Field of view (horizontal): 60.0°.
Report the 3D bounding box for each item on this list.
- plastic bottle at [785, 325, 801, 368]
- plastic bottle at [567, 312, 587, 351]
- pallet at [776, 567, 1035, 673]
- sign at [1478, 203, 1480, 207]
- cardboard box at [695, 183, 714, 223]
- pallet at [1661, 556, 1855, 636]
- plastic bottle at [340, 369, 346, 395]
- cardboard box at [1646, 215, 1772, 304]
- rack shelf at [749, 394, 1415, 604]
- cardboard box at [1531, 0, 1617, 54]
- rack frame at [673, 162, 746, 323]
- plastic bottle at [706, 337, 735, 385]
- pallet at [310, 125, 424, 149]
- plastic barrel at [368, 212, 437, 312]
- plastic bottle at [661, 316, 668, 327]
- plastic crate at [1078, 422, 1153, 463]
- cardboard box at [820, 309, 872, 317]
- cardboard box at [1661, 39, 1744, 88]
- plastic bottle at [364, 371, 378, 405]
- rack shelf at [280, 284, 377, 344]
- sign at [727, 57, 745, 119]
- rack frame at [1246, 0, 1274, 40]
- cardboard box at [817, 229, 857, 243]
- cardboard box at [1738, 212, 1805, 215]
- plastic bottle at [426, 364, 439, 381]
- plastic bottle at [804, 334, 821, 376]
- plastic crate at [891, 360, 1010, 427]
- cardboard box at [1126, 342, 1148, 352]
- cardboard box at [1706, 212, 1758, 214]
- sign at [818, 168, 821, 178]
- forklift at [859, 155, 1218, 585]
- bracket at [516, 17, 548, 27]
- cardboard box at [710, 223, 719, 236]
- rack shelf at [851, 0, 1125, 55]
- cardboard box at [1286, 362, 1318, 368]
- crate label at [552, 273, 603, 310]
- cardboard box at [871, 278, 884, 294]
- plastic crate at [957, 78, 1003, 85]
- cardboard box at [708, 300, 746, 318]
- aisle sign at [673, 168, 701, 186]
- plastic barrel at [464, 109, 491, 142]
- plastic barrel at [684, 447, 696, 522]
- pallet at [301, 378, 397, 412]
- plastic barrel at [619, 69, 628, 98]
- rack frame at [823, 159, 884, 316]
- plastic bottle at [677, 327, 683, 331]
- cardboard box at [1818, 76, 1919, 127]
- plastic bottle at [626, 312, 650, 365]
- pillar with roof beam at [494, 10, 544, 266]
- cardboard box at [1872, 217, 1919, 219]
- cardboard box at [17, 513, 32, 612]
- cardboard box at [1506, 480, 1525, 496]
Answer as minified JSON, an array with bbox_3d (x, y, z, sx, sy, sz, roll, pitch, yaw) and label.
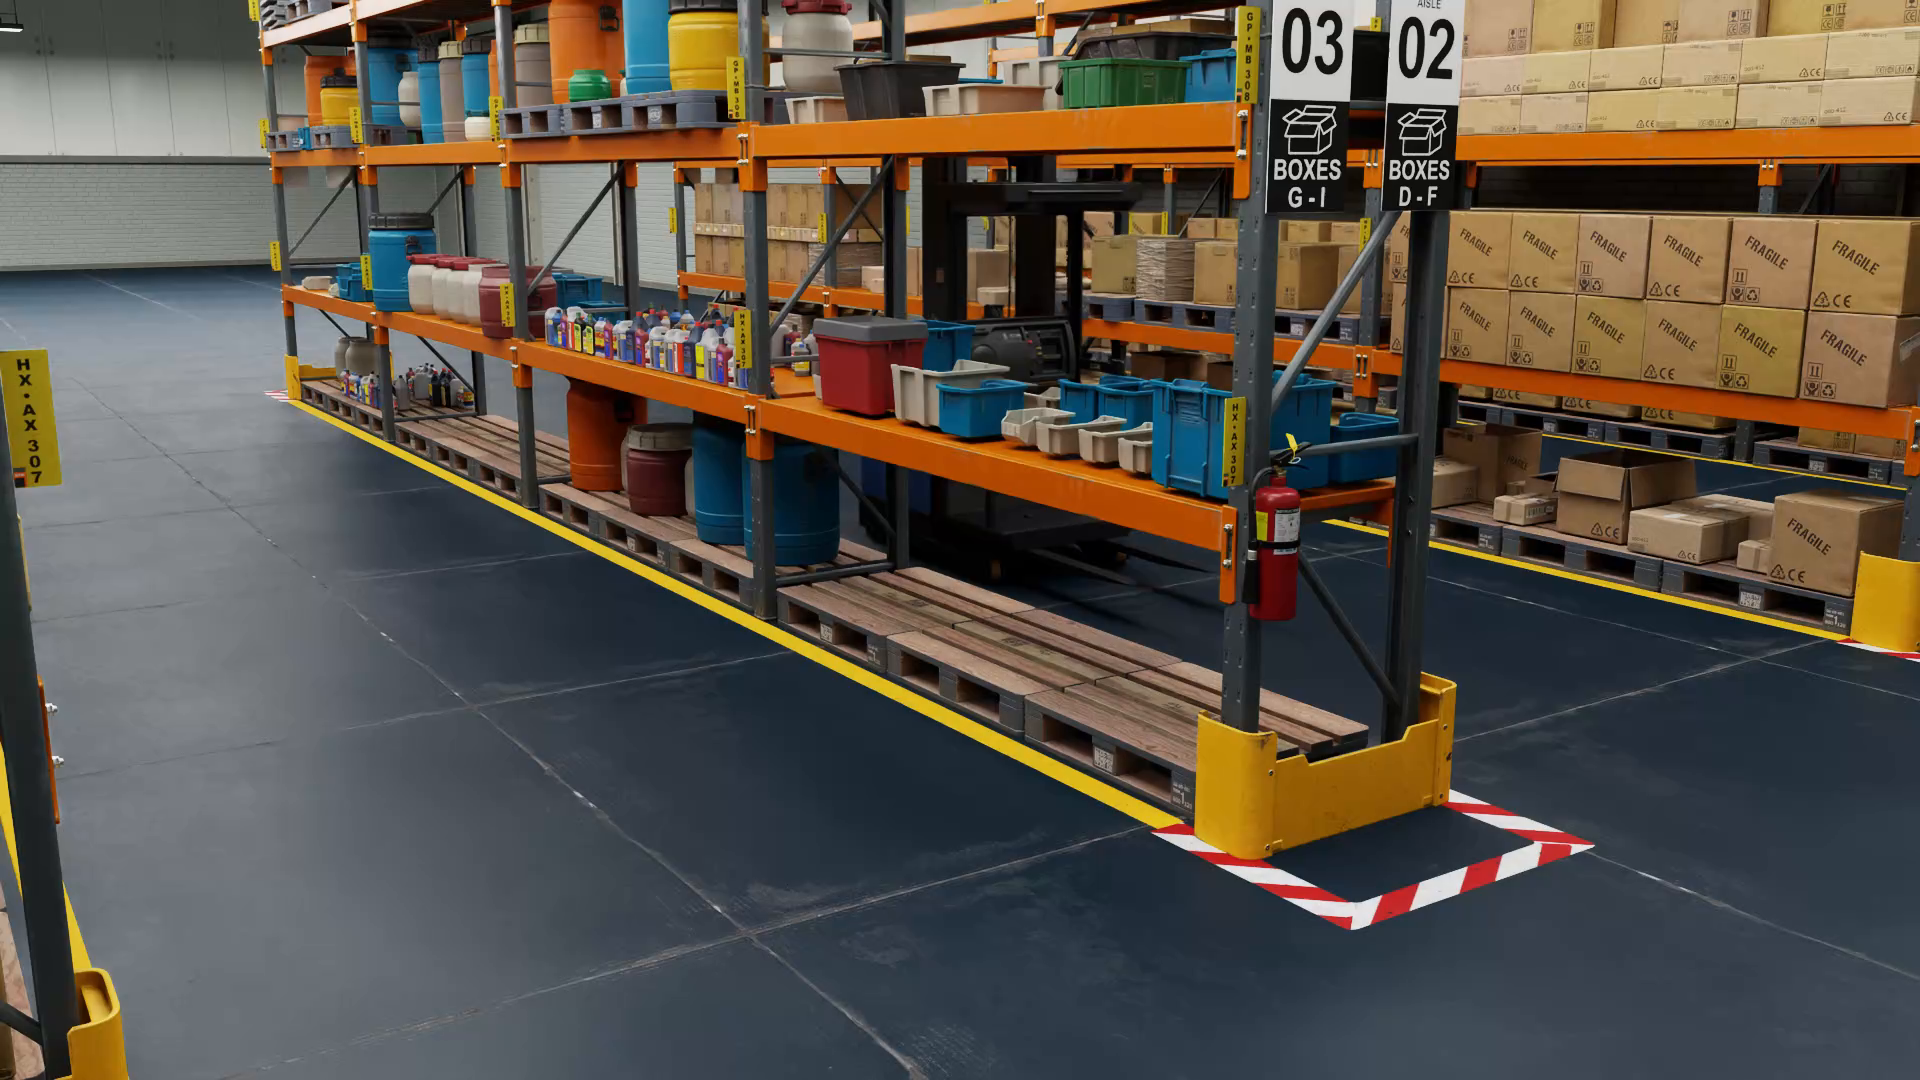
[{"bbox_3d":[-1.101,-1.275,10.946,0.061,0.283,0.133,-8,15,-33],"label":"plastic bottle"},{"bbox_3d":[-2.751,-1.512,12.045,0.152,0.276,0.135,-8,15,-33],"label":"plastic bottle"},{"bbox_3d":[-0.322,0.430,9.403,1.003,0.211,1.213,-8,15,-33],"label":"pallet"},{"bbox_3d":[5.730,-3.575,18.477,0.100,0.325,0.005,-8,15,-33],"label":"sign"},{"bbox_3d":[-3.007,-4.367,21.540,0.700,0.500,0.500,-8,15,-33],"label":"cardboard box"},{"bbox_3d":[5.096,0.274,10.114,1.003,0.211,1.213,-8,15,-33],"label":"pallet"},{"bbox_3d":[-6.665,-1.716,18.042,0.097,0.271,0.097,0,12,0],"label":"plastic bottle"},{"bbox_3d":[4.533,-1.698,10.032,0.500,0.500,0.500,-8,14,-31],"label":"cardboard box"},{"bbox_3d":[0.347,-0.352,8.132,1.077,0.370,4.000,-8,15,-33],"label":"rack shelf"},{"bbox_3d":[4.107,-3.371,10.660,0.700,0.500,0.500,-8,15,-33],"label":"cardboard box"},{"bbox_3d":[-3.284,-3.779,22.119,1.000,3.000,0.127,-8,15,-33],"label":"rack frame"},{"bbox_3d":[-1.451,-1.095,10.138,0.152,0.276,0.135,-8,15,-33],"label":"plastic bottle"},{"bbox_3d":[-5.675,-3.971,16.422,1.213,0.211,1.003,-8,15,-33],"label":"pallet"},{"bbox_3d":[-5.232,-2.622,15.656,0.600,0.901,0.708,-8,15,-33],"label":"plastic barrel"},{"bbox_3d":[-2.222,-1.588,12.567,0.097,0.201,0.097,0,12,0],"label":"plastic bottle"},{"bbox_3d":[0.704,-0.425,7.259,0.396,0.136,0.243,-8,15,-33],"label":"plastic crate"},{"bbox_3d":[-1.348,-2.503,19.984,0.500,0.500,0.500,-8,15,-33],"label":"cardboard box"},{"bbox_3d":[4.532,-2.809,9.844,0.500,0.250,0.500,-8,15,-33],"label":"cardboard box"},{"bbox_3d":[-6.076,-1.574,17.210,0.144,0.351,0.185,-8,15,-33],"label":"plastic bottle"},{"bbox_3d":[-6.302,-2.486,17.891,1.077,0.370,4.000,-8,15,-33],"label":"rack shelf"},{"bbox_3d":[-1.220,-2.464,9.064,0.100,0.325,0.005,-8,15,-33],"label":"sign"},{"bbox_3d":[1.455,-3.278,5.788,1.000,3.000,0.127,-8,15,-33],"label":"rack frame"},{"bbox_3d":[-1.397,-3.456,18.891,0.380,0.149,0.250,-8,15,-33],"label":"cardboard box"},{"bbox_3d":[7.448,-2.914,15.435,0.500,0.250,0.500,-8,14,-31],"label":"cardboard box"},{"bbox_3d":[-5.636,-1.704,17.804,0.144,0.351,0.185,-8,15,-33],"label":"plastic bottle"},{"bbox_3d":[-0.903,-1.191,10.575,0.152,0.276,0.135,-8,15,-33],"label":"plastic bottle"},{"bbox_3d":[-0.069,-0.737,8.347,0.437,0.282,0.530,-8,15,-33],"label":"plastic crate"},{"bbox_3d":[2.445,-2.828,22.593,0.500,0.500,0.500,-9,16,-37],"label":"cardboard box"},{"bbox_3d":[7.014,-2.854,15.161,0.500,0.250,0.500,-8,14,-31],"label":"cardboard box"},{"bbox_3d":[-2.638,-7.000,31.425,0.001,0.298,0.199,-8,15,-33],"label":"sign"},{"bbox_3d":[0.471,-1.269,10.803,1.130,2.935,3.031,-8,14,-31],"label":"forklift"},{"bbox_3d":[-9.990,-12.727,40.570,0.076,0.066,4.783,-8,15,-33],"label":"bracket"},{"bbox_3d":[-2.961,-3.958,21.187,0.380,0.149,0.250,-8,15,-33],"label":"cardboard box"},{"bbox_3d":[0.040,-5.095,16.718,1.077,0.370,4.000,-8,15,-33],"label":"rack shelf"},{"bbox_3d":[4.340,-2.249,19.945,0.700,0.500,0.500,-8,15,-33],"label":"cardboard box"},{"bbox_3d":[-3.303,-1.996,13.886,0.502,0.435,0.616,-8,15,-33],"label":"crate label"},{"bbox_3d":[-0.747,-2.763,18.062,0.380,0.149,0.250,-8,15,-33],"label":"cardboard box"},{"bbox_3d":[0.009,-2.318,8.812,0.416,0.233,0.300,-8,15,-33],"label":"plastic crate"},{"bbox_3d":[-2.894,-2.796,21.326,0.500,0.500,0.500,-8,15,-33],"label":"cardboard box"},{"bbox_3d":[-3.576,-5.024,21.729,0.394,0.787,0.004,-8,15,-33],"label":"aisle sign"},{"bbox_3d":[-3.877,-3.366,13.537,0.301,0.262,0.301,0,12,0],"label":"plastic barrel"},{"bbox_3d":[-1.679,-0.384,11.438,0.421,0.512,0.421,0,12,0],"label":"plastic barrel"},{"bbox_3d":[-6.883,-1.678,19.039,1.003,0.211,1.213,-8,15,-33],"label":"pallet"},{"bbox_3d":[-2.262,-3.200,11.792,0.301,0.262,0.301,0,12,0],"label":"plastic barrel"},{"bbox_3d":[-1.068,-3.067,18.866,1.000,3.000,0.127,-8,15,-33],"label":"rack frame"},{"bbox_3d":[-1.840,-1.266,10.929,0.097,0.271,0.097,0,12,0],"label":"plastic bottle"},{"bbox_3d":[5.076,-2.385,9.078,0.500,0.250,0.500,-8,15,-33],"label":"cardboard box"},{"bbox_3d":[-2.153,-1.355,11.153,0.144,0.351,0.185,-8,15,-33],"label":"plastic bottle"},{"bbox_3d":[-14.936,-11.033,41.250,9.100,9.000,0.548,-8,15,-33],"label":"pillar with roof beam"},{"bbox_3d":[5.554,-1.580,9.493,0.500,0.500,0.500,-8,14,-31],"label":"cardboard box"},{"bbox_3d":[-2.710,0.050,4.269,0.500,0.250,0.500,-9,15,-34],"label":"cardboard box"},{"bbox_3d":[4.174,-0.339,12.035,0.380,0.149,0.250,-8,15,-33],"label":"cardboard box"}]
